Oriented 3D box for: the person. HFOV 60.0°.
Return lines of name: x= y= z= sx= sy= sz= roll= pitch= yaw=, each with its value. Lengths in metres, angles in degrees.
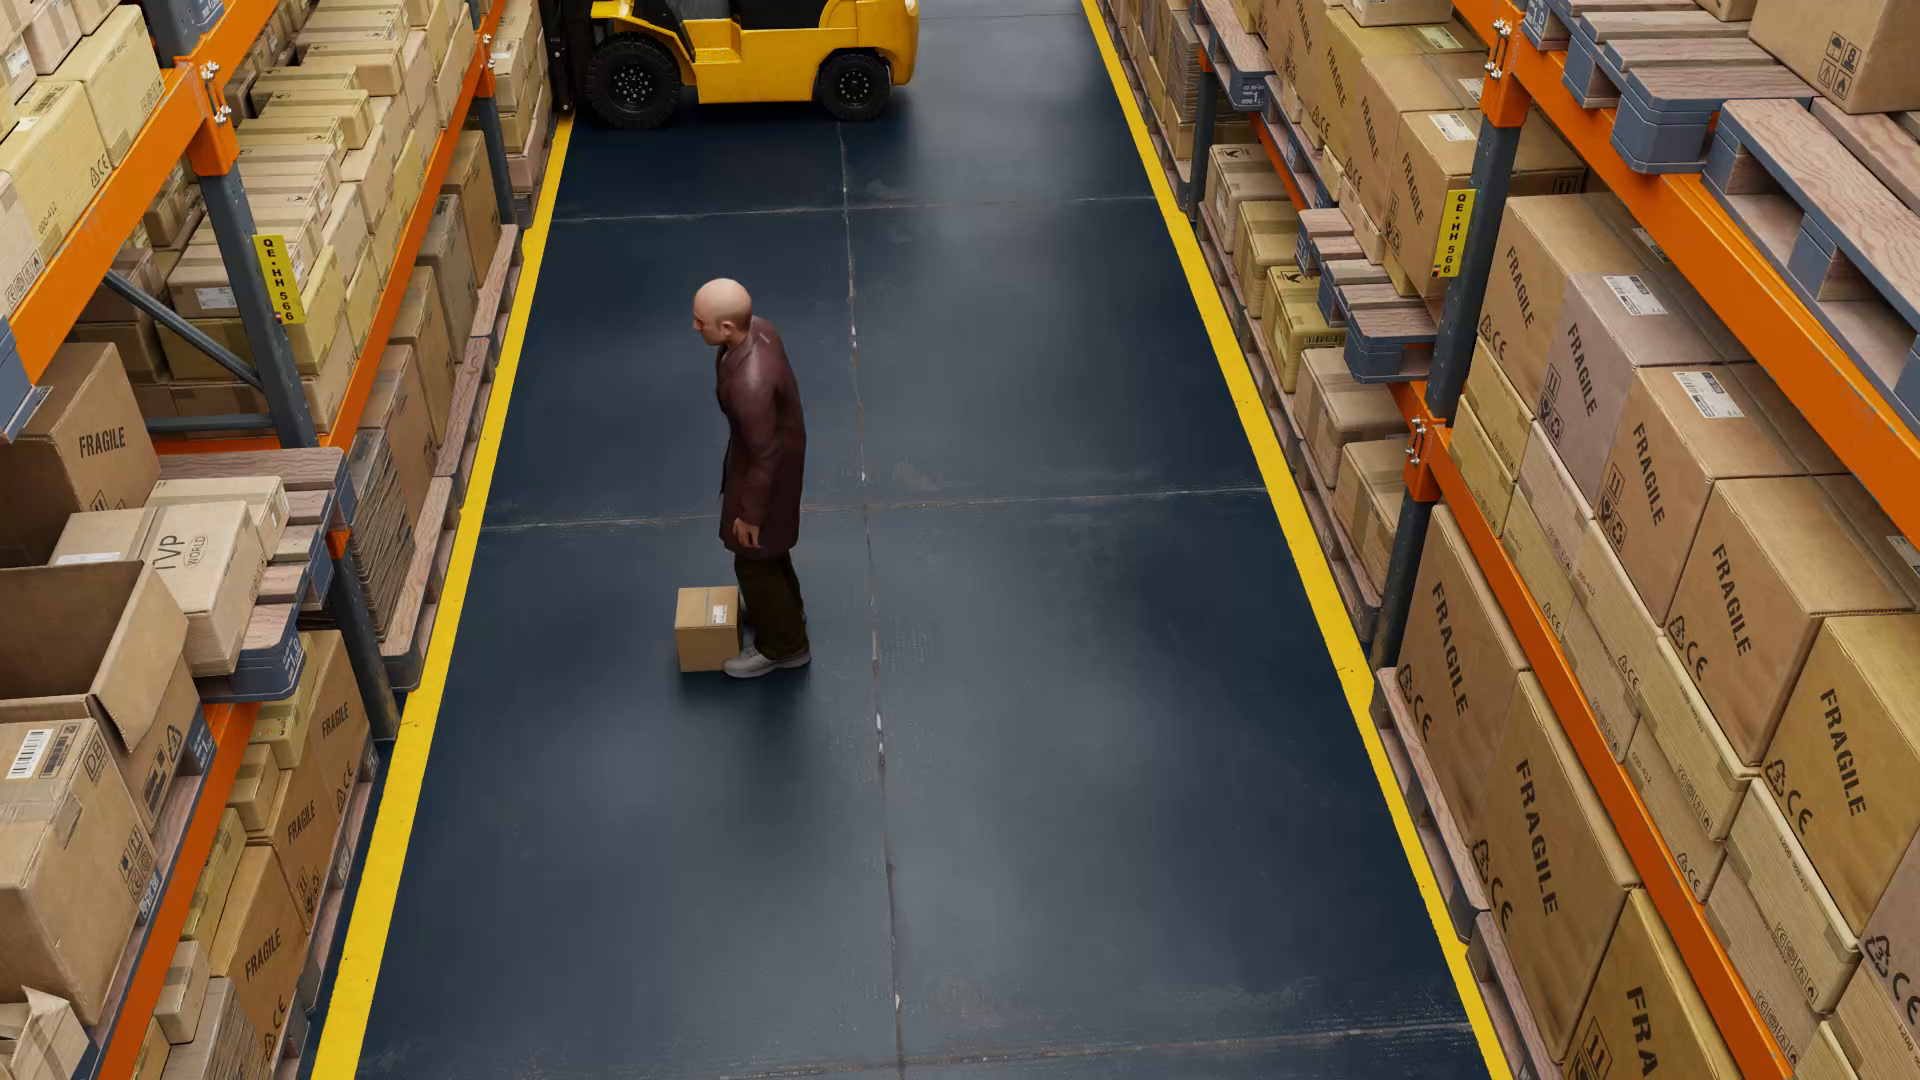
person: x=-0.794 y=-0.240 z=6.467 sx=0.416 sy=1.774 sz=0.654 roll=-4 pitch=39 yaw=-5
